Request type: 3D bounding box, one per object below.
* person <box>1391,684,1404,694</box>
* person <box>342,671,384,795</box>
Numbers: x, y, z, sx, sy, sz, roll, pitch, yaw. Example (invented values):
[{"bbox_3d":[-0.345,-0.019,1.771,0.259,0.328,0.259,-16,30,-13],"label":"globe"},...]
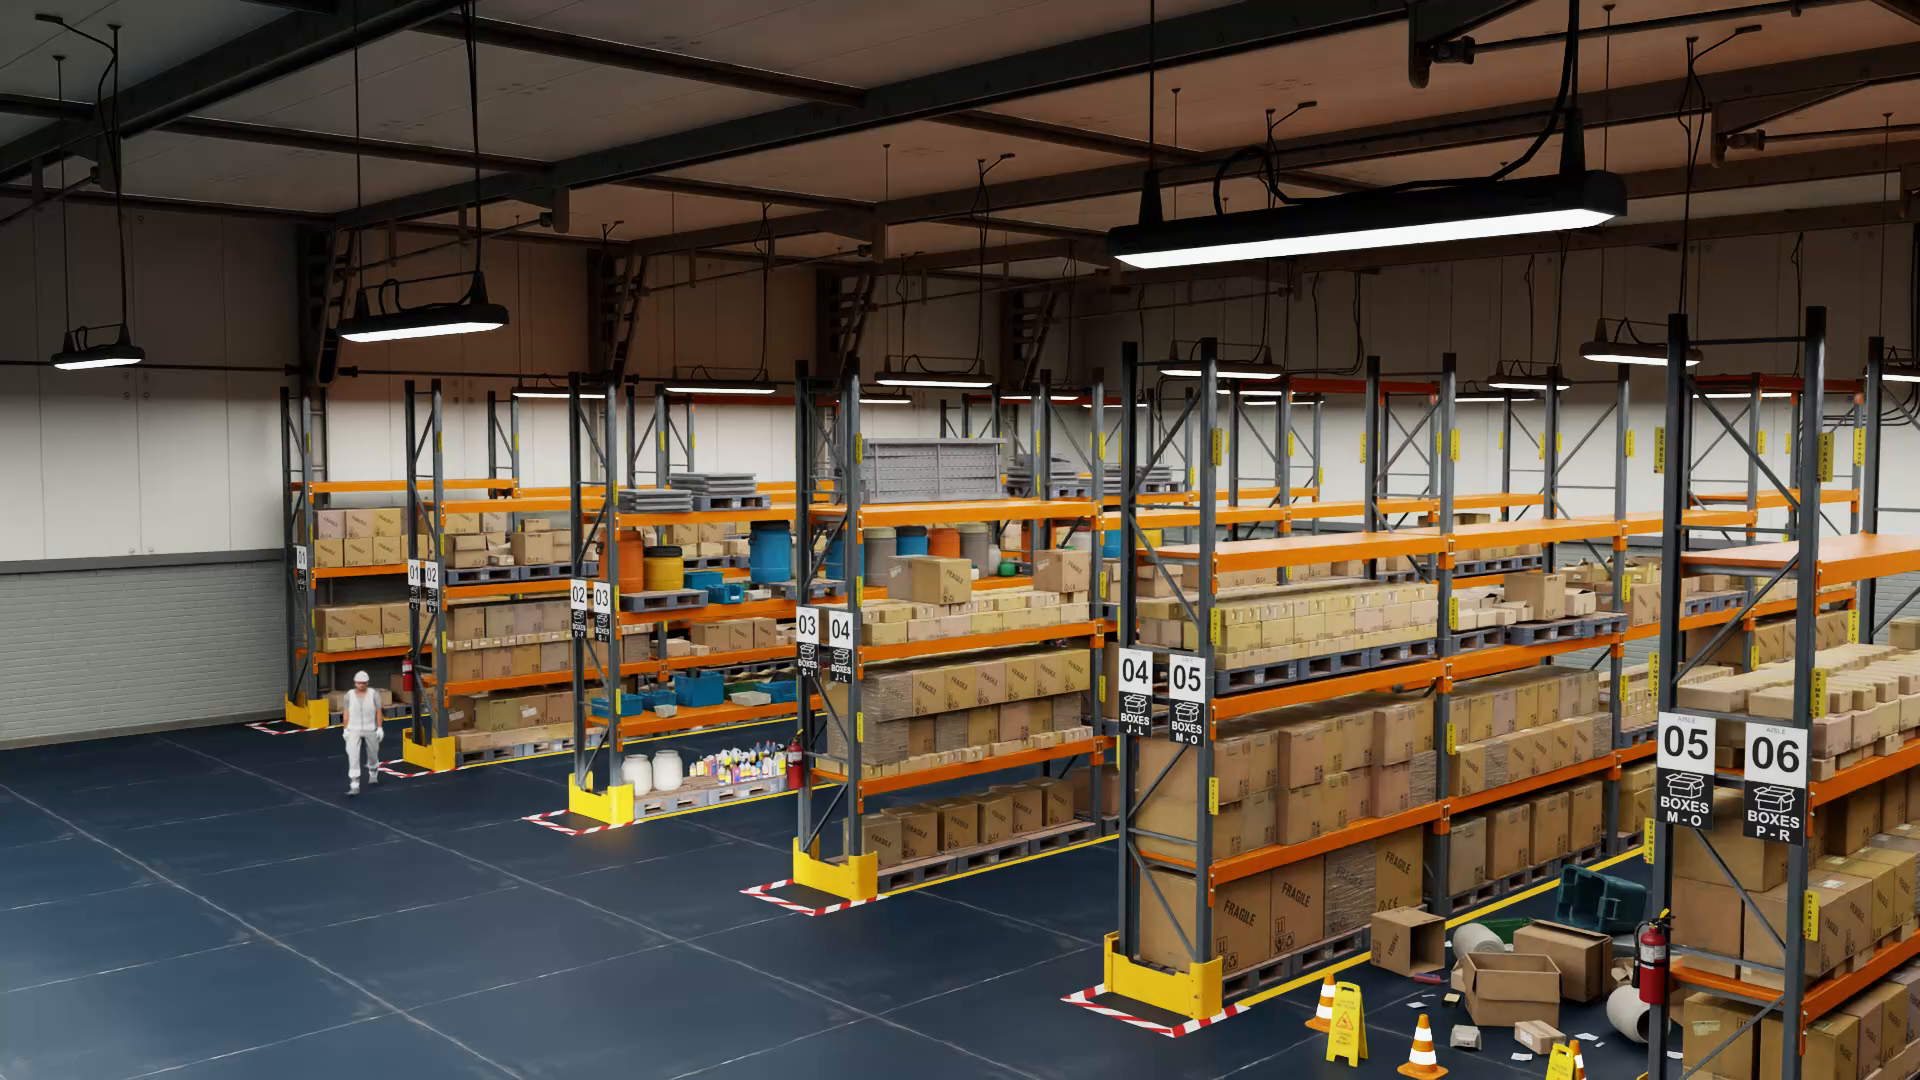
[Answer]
[{"bbox_3d":[6.202,2.838,23.649,0.502,1.646,0.541,-3,4,-35],"label":"person"},{"bbox_3d":[-8.638,2.758,24.062,0.547,1.752,0.916,-2,4,-24],"label":"person"}]
